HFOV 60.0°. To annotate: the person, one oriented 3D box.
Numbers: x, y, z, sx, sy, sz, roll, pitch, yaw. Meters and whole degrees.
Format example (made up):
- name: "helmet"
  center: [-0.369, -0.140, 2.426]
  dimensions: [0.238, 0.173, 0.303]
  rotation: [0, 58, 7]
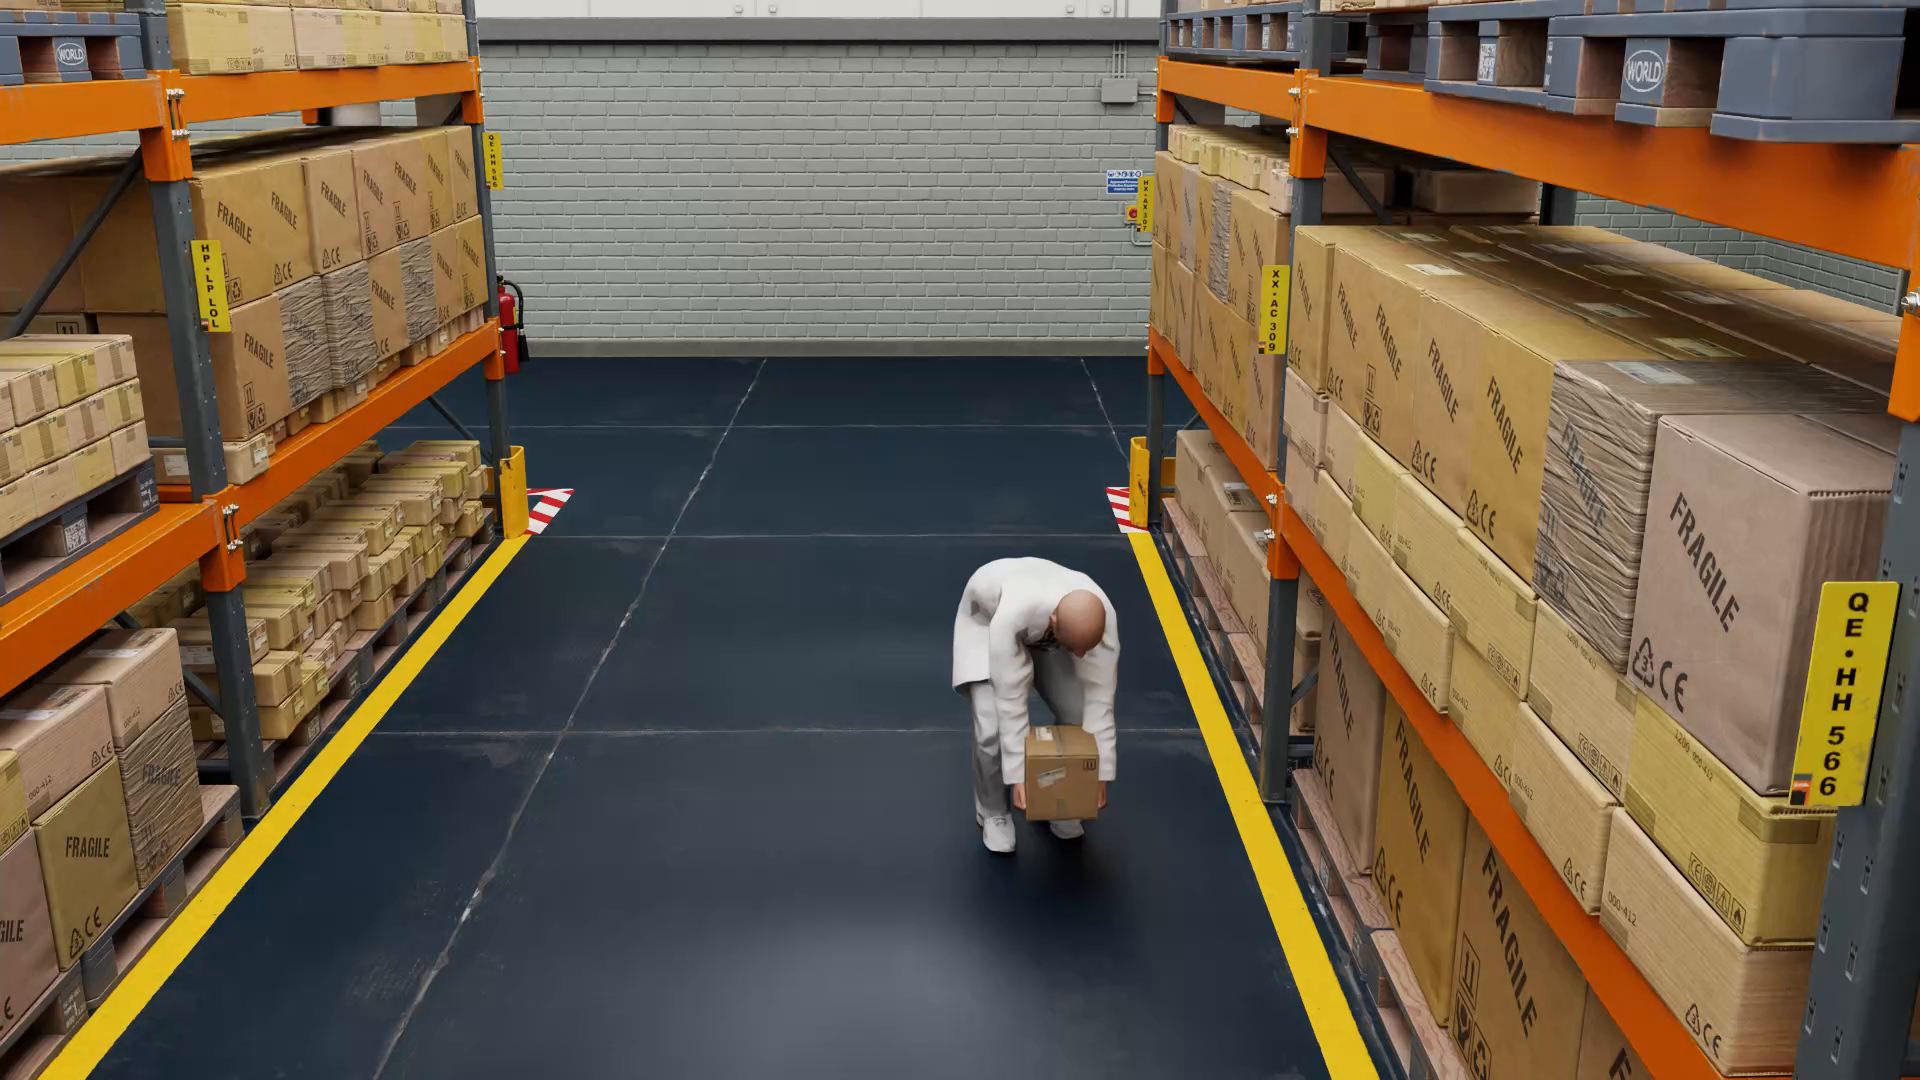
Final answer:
- name: "person"
  center: [0.293, 0.618, 6.126]
  dimensions: [0.581, 1.142, 0.936]
  rotation: [-5, 18, -17]
